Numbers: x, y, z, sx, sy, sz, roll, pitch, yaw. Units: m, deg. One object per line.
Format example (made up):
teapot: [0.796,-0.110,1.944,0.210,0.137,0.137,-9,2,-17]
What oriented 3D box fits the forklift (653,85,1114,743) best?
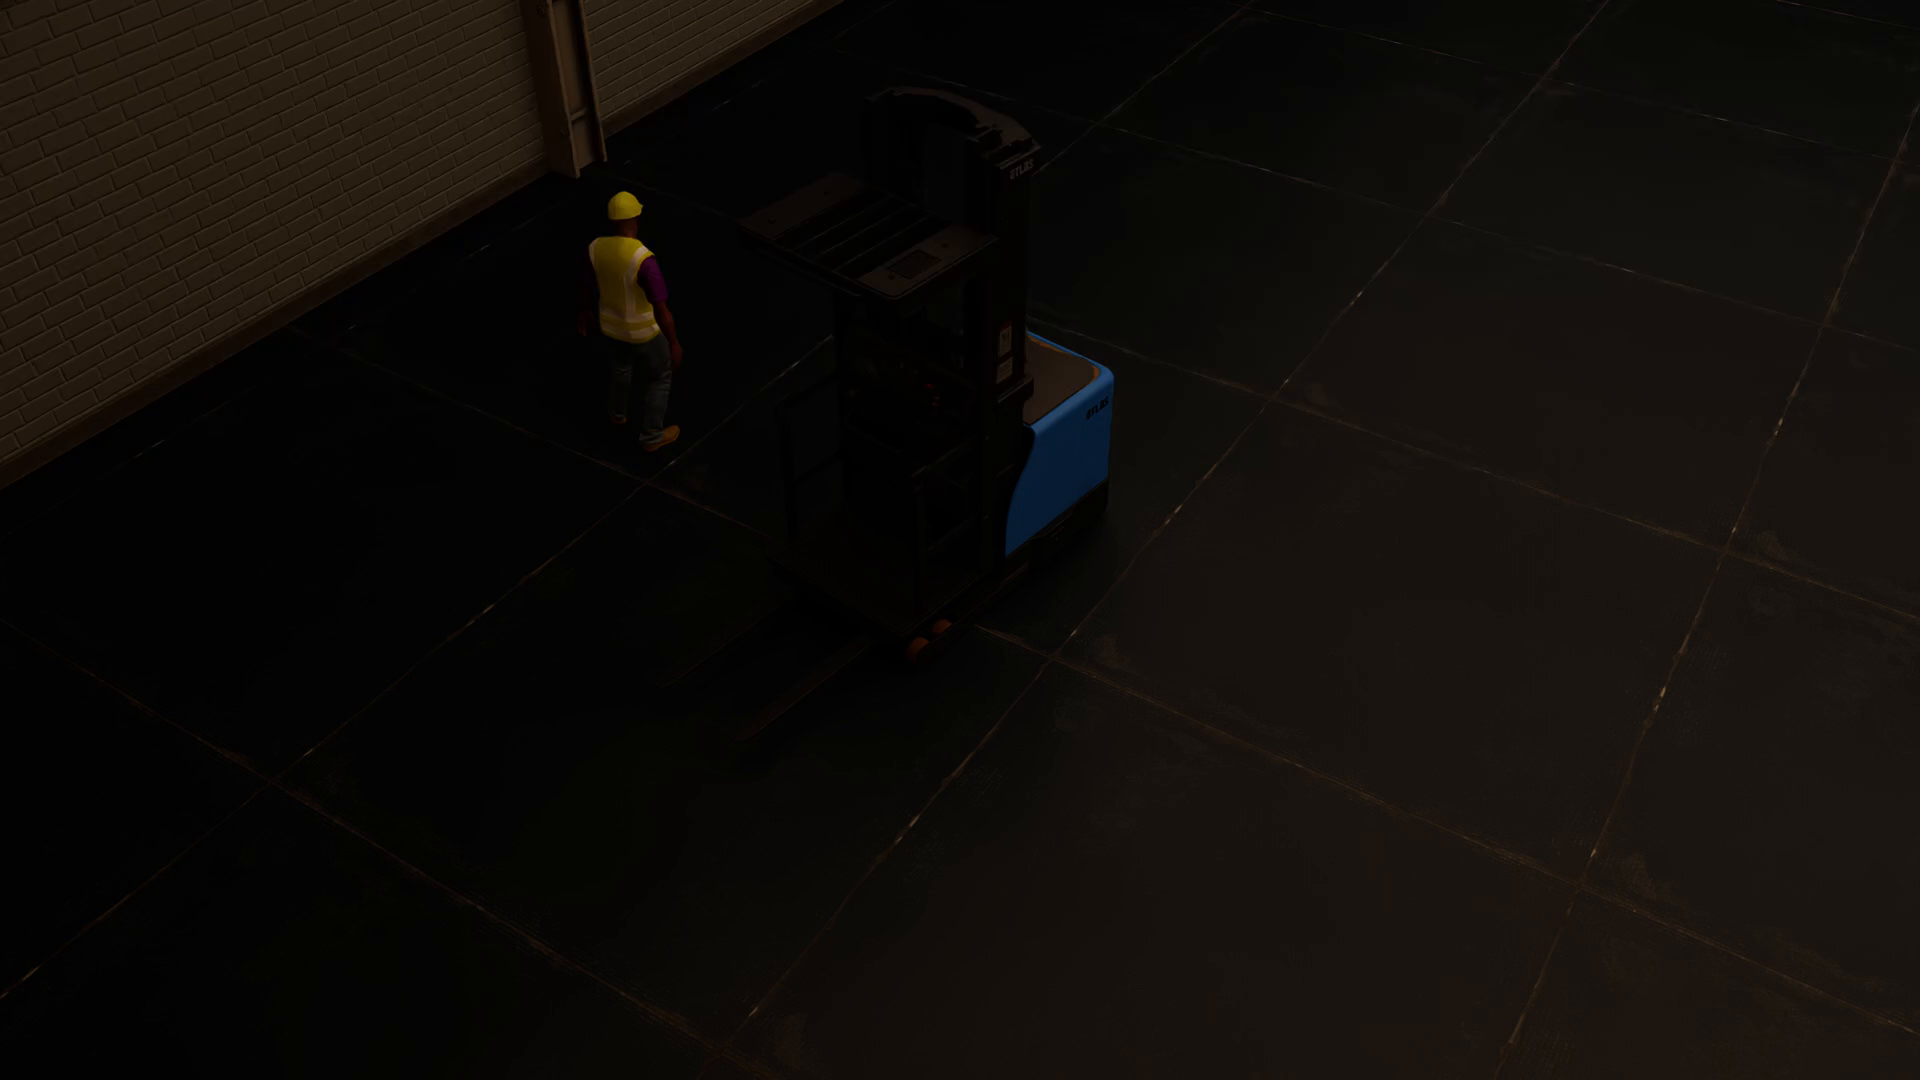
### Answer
forklift: [-0.420,-0.775,8.881,1.130,2.935,3.031,29,48,30]

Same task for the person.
person: [-2.057,-1.388,10.535,0.874,1.731,0.455,21,44,23]
